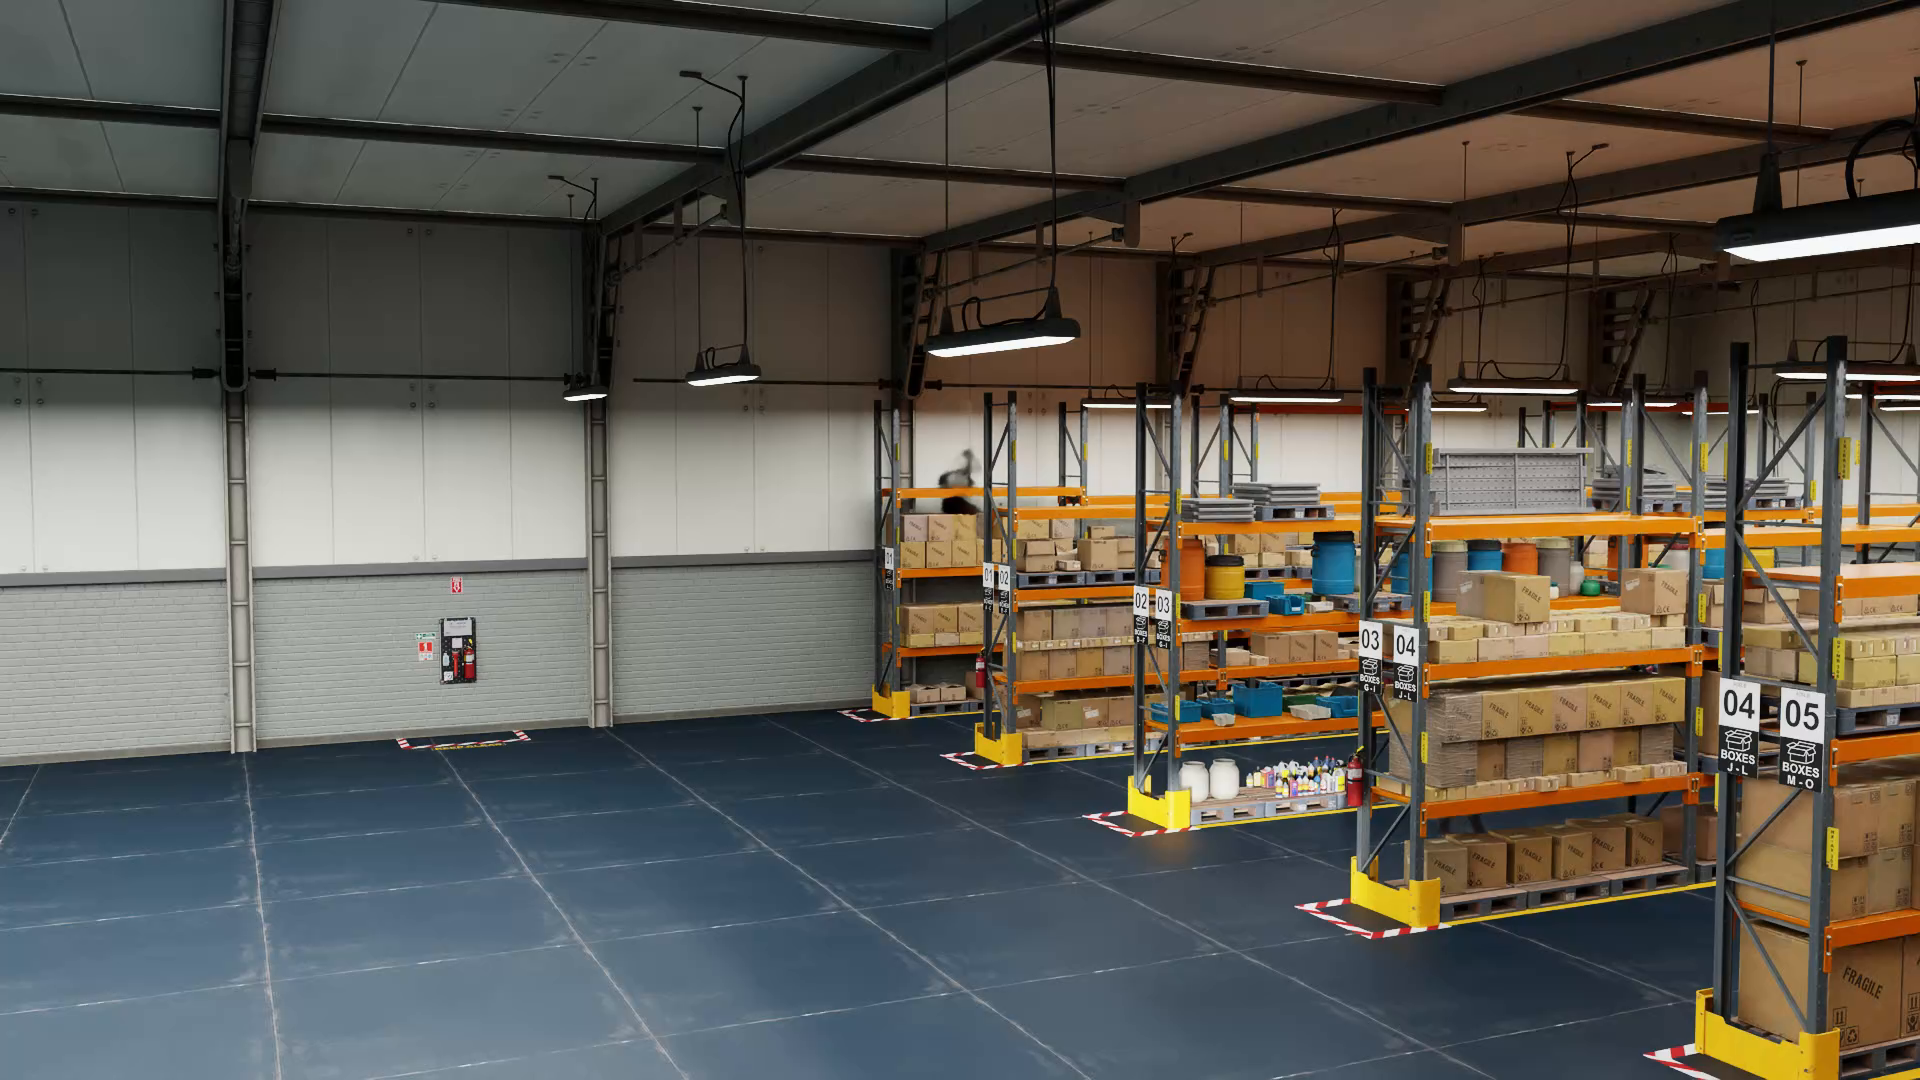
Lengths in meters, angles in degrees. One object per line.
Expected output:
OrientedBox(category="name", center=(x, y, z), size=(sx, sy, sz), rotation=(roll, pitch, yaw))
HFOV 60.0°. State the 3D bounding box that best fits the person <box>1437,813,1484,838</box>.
OrientedBox(category="person", center=(6.347, 3.106, 21.132), size=(0.781, 1.717, 0.549), rotation=(-2, 4, -35))
